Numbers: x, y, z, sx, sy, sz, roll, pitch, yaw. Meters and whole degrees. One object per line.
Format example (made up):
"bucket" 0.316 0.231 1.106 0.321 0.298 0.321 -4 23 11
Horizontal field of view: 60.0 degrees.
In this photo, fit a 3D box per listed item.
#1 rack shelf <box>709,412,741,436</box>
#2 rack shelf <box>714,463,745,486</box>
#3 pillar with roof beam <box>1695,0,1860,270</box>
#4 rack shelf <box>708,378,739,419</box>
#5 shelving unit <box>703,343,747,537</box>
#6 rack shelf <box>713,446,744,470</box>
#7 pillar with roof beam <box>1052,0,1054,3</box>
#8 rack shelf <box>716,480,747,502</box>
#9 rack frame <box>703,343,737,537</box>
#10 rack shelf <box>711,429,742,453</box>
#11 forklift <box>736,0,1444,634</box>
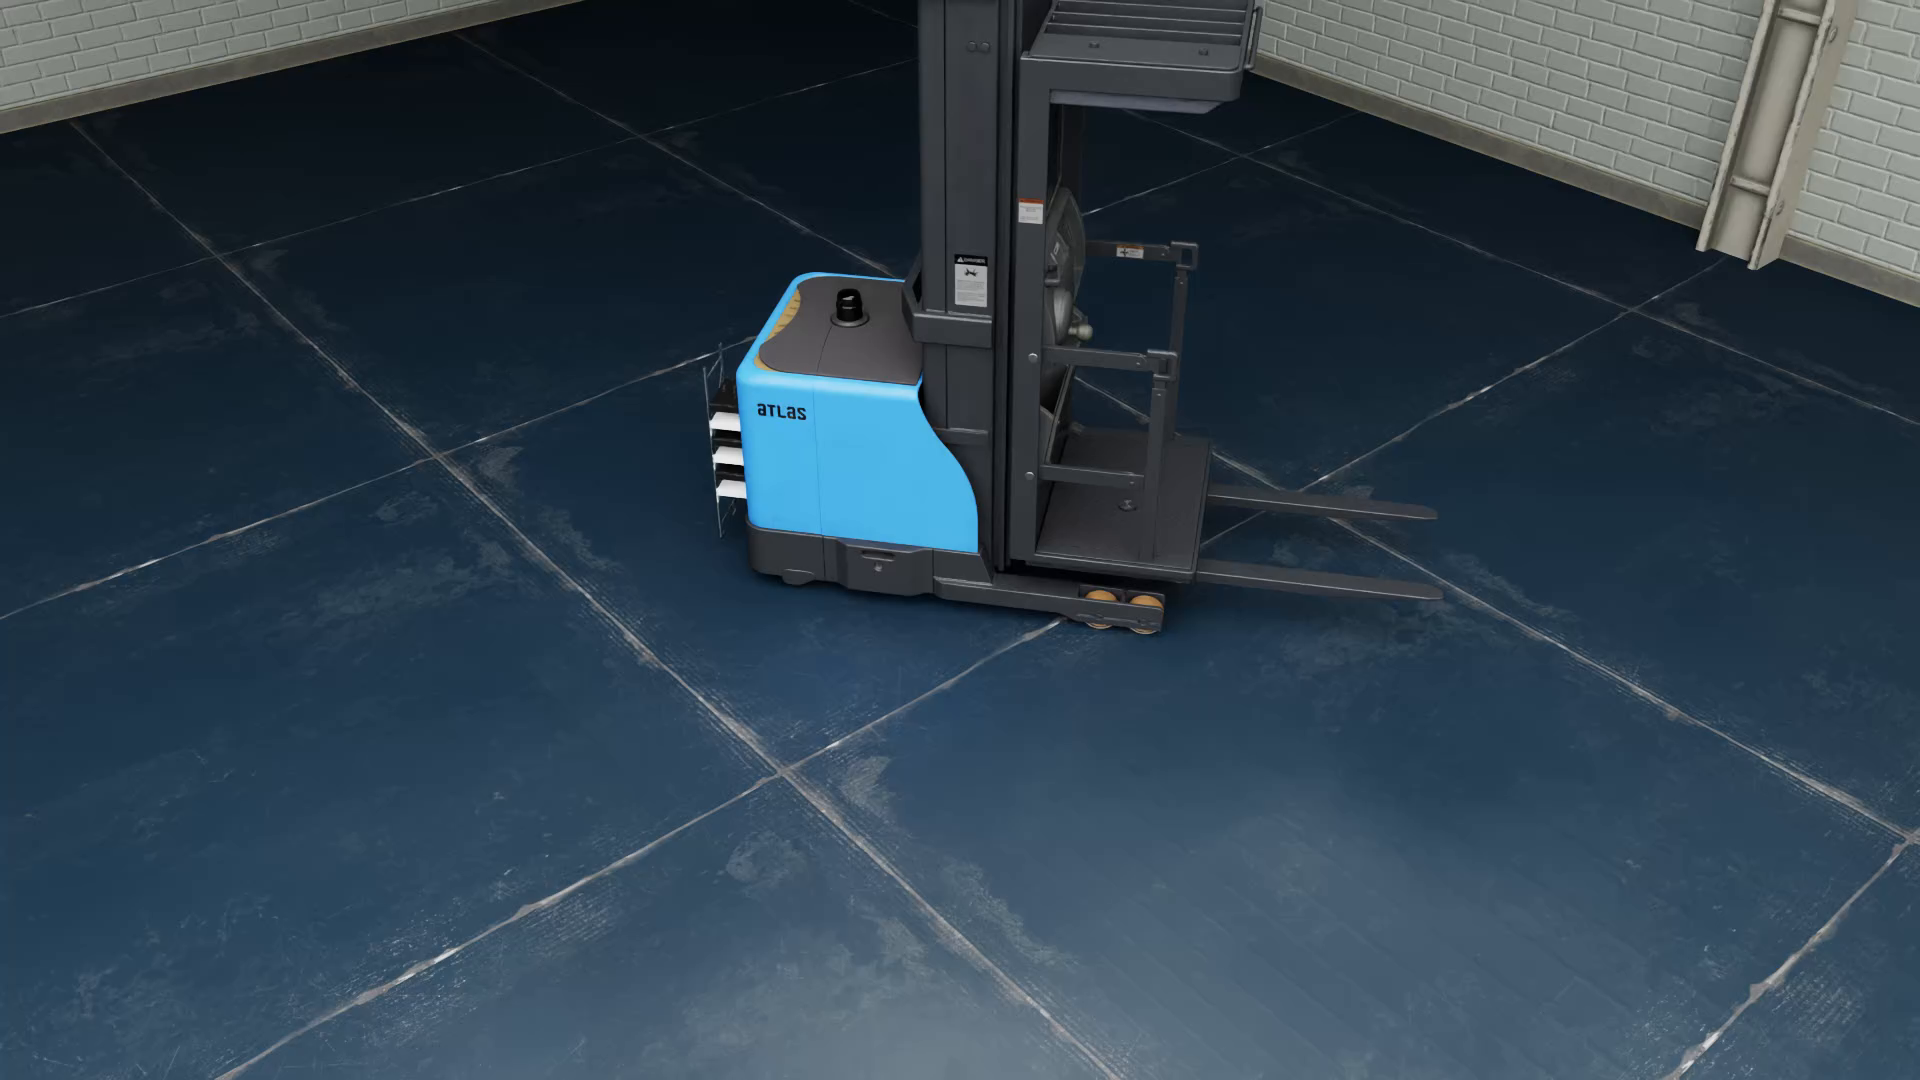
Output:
"rack shelf" -0.994 -0.556 7.503 0.200 0.077 0.258 7 36 9
"rack shelf" -0.994 -0.336 7.659 0.200 0.077 0.258 7 36 9
"pillar with roof beam" 1.506 -3.840 5.385 9.100 9.000 0.400 -26 43 -32
"rack shelf" -0.994 -0.630 7.451 0.200 0.077 0.258 7 36 9
"shelving unit" -0.994 -0.437 7.588 0.210 0.900 0.258 7 36 9
"rack shelf" -0.994 -0.409 7.607 0.200 0.077 0.258 7 36 9
"pillar with roof beam" -2.366 -6.489 9.126 9.100 9.000 0.400 -26 43 -32
"rack shelf" -0.994 -0.262 7.711 0.200 0.077 0.258 7 36 9
"rack frame" -1.093 -0.448 7.604 0.006 0.900 0.240 7 36 9
"rack shelf" -0.994 -0.483 7.555 0.200 0.077 0.258 7 36 9
"forklift" 0.619 -1.125 6.803 3.031 2.935 1.130 7 36 9
